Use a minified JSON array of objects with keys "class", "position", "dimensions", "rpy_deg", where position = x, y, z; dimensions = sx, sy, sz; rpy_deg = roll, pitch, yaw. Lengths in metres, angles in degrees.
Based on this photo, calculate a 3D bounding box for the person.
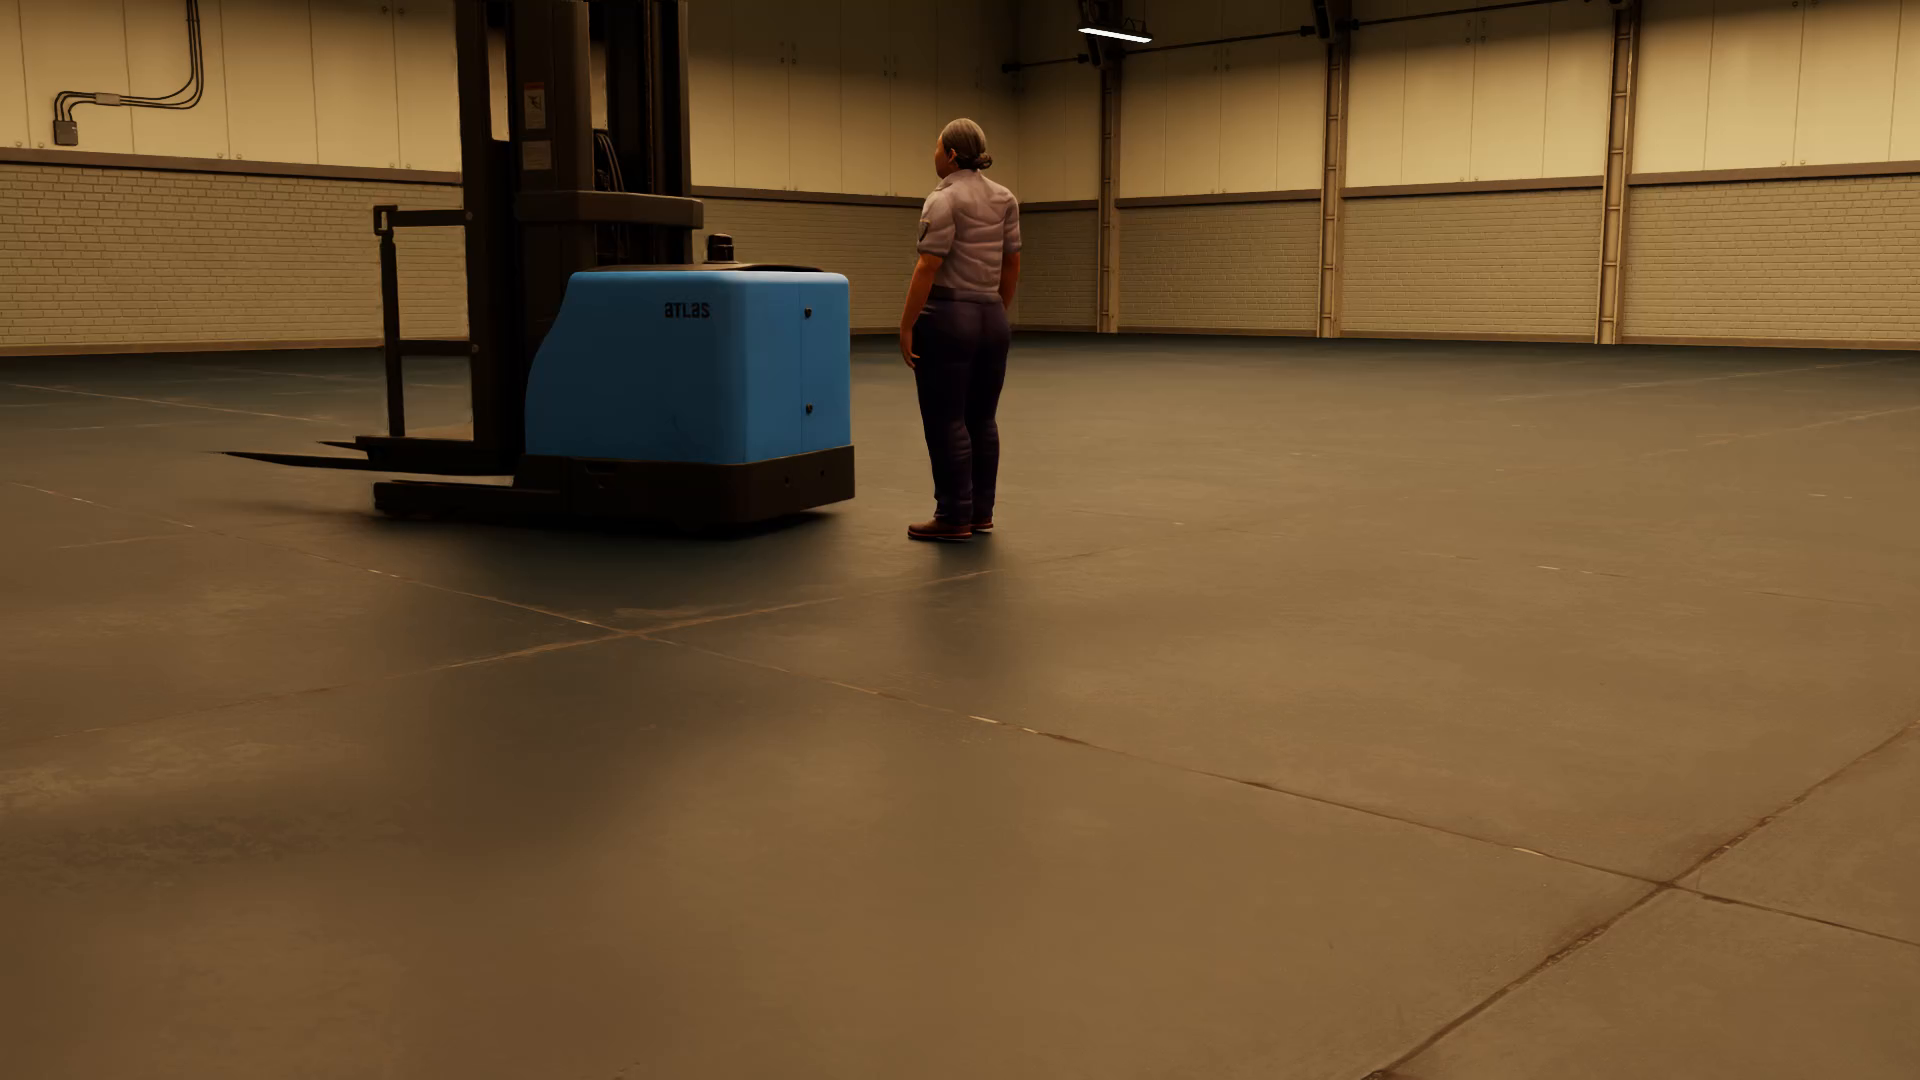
[{"class":"person","position":[-0.053,-0.830,6.674],"dimensions":[0.499,1.653,0.598],"rpy_deg":[8,12,44]}]

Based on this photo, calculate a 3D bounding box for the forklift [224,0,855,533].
[{"class":"forklift","position":[-2.036,-1.601,7.509],"dimensions":[3.031,2.935,1.130],"rpy_deg":[4,9,24]}]
